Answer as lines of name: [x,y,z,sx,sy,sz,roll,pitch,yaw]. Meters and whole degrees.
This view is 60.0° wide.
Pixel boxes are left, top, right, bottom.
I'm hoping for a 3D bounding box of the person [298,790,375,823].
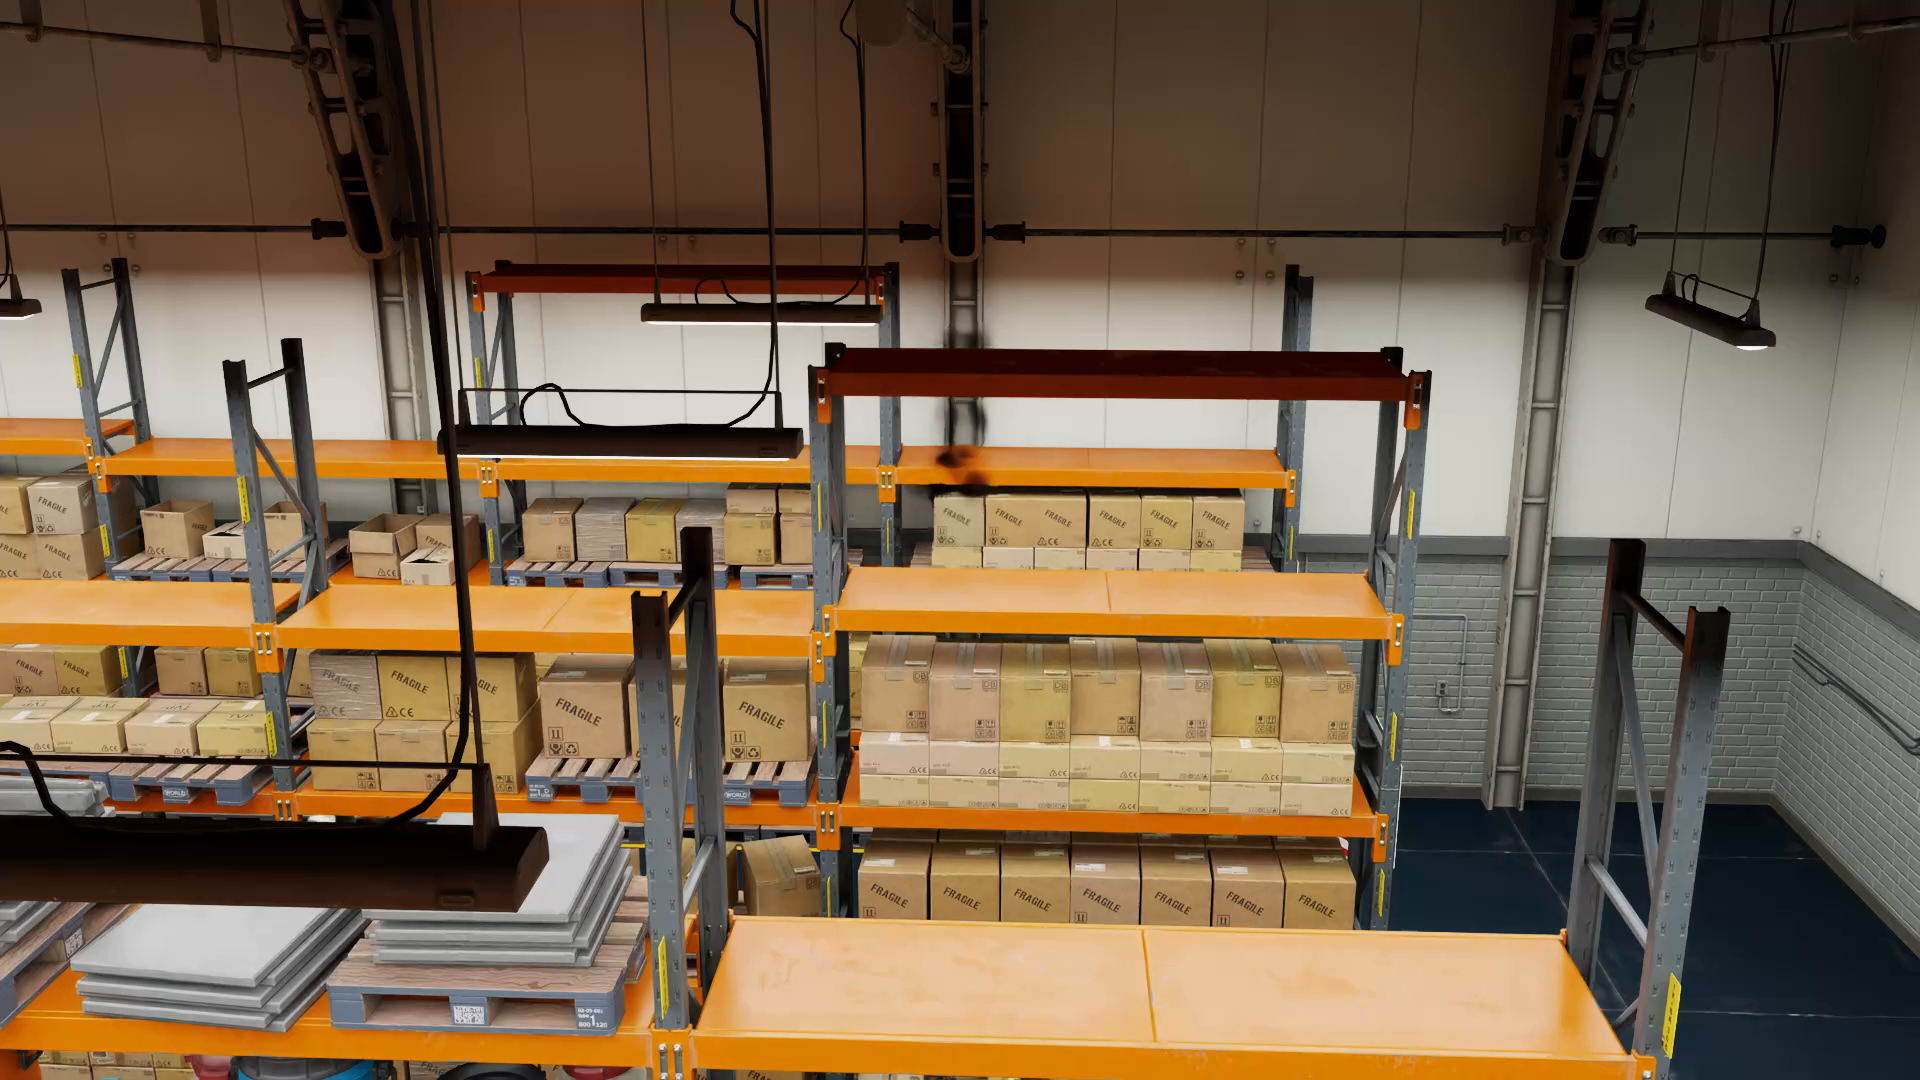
person: [-5.522,3.038,15.037,1.018,1.792,0.678,1,16,4]
